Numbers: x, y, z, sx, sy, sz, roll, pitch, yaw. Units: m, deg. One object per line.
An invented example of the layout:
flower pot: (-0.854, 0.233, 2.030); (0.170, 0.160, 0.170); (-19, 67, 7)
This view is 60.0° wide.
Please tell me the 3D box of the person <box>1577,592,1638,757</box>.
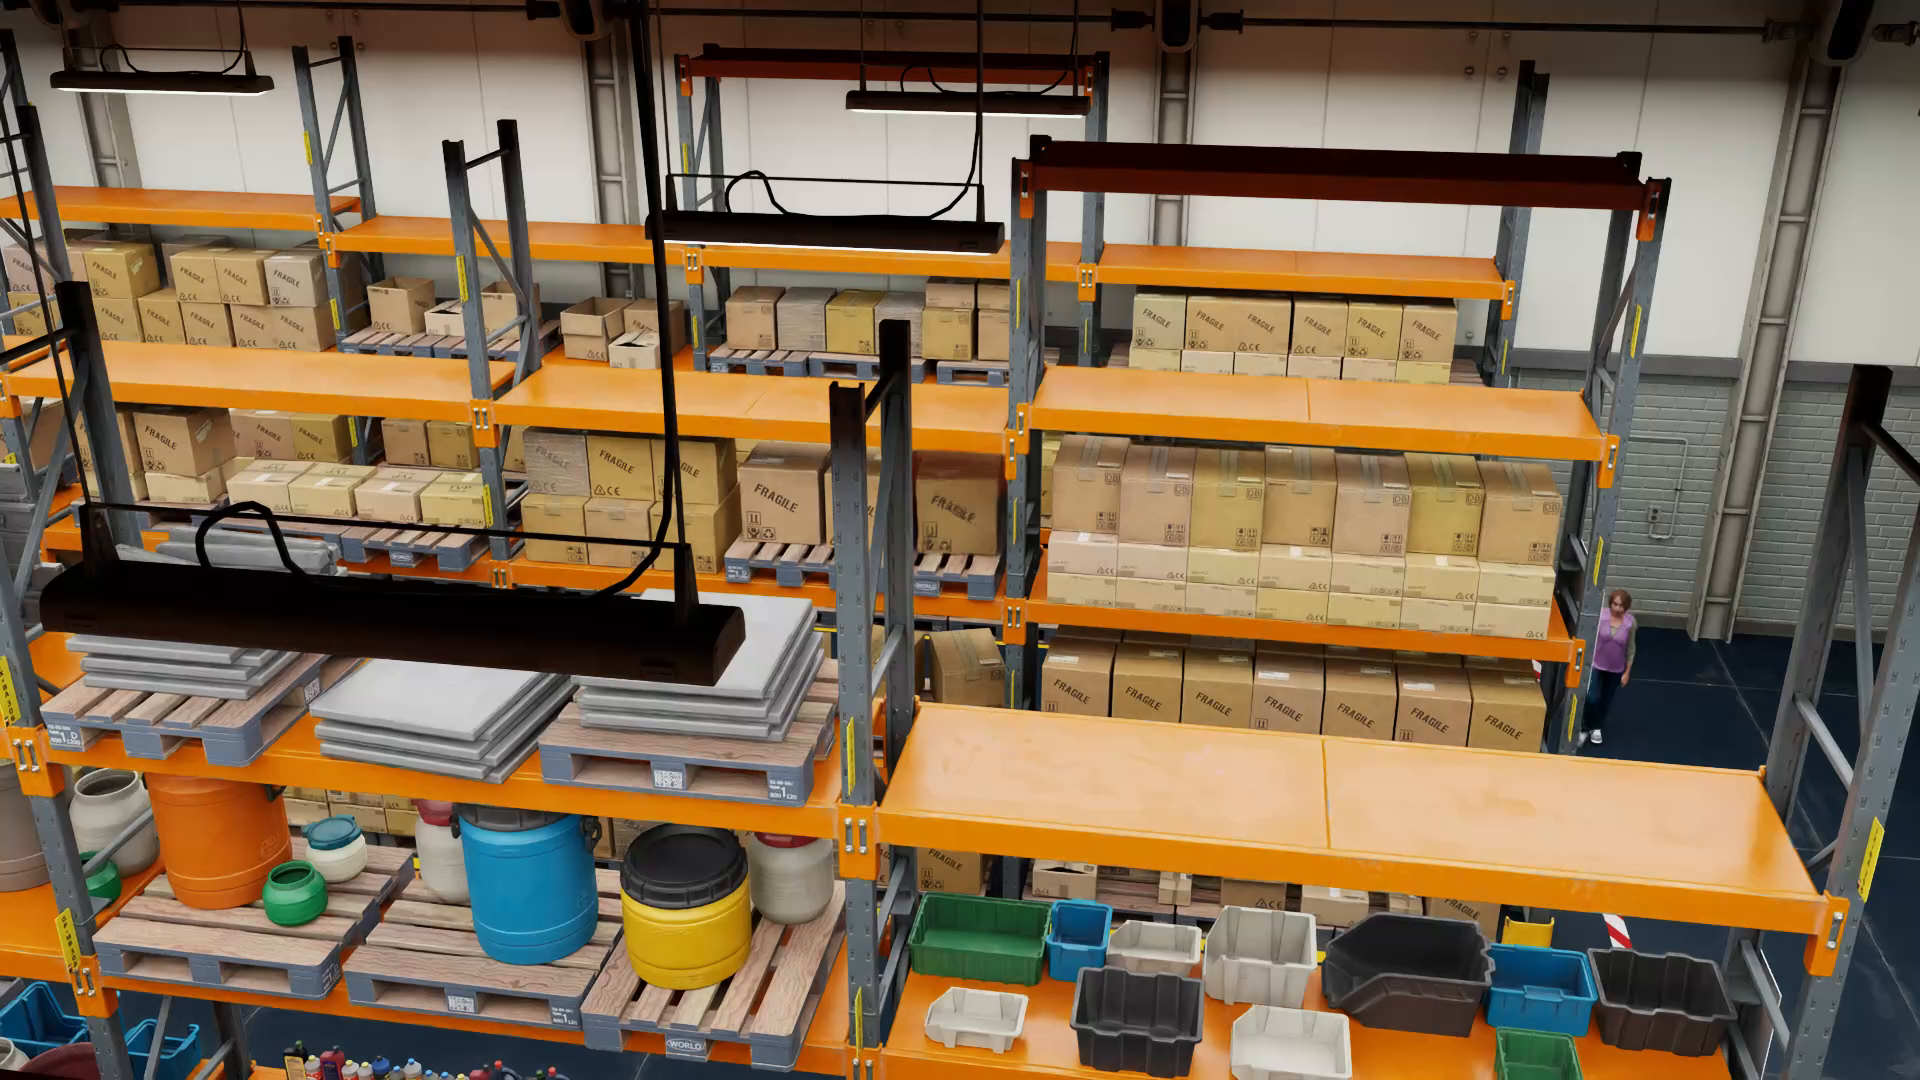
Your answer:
person: (6.016, 1.234, 15.461); (0.428, 1.645, 0.522); (3, 23, 6)
